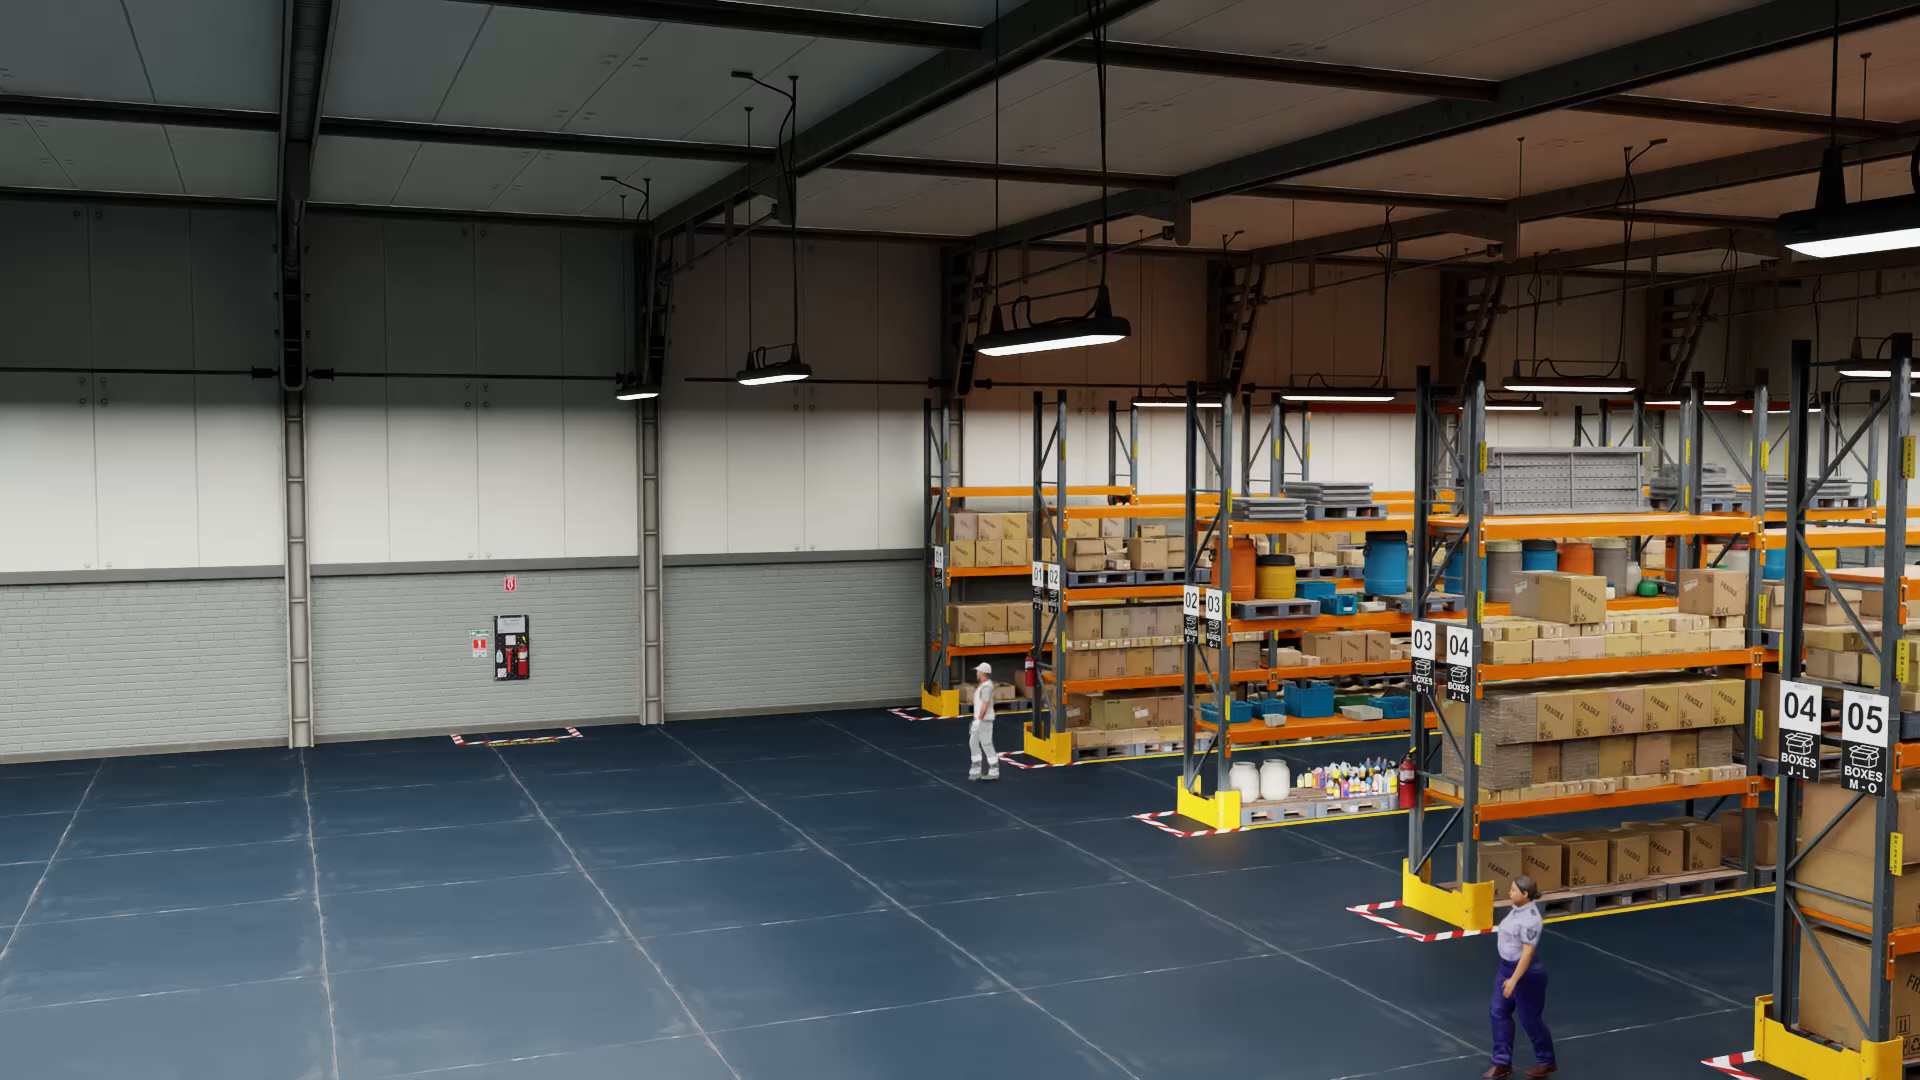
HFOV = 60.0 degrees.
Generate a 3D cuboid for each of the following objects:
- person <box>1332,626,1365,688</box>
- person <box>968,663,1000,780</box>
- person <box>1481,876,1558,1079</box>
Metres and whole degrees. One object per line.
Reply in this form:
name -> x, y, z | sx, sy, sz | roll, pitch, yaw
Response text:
person -> 7.713, 2.375, 33.122 | 0.956, 1.712, 0.635 | -2, 4, -36
person -> 0.332, 2.815, 25.378 | 0.539, 1.877, 0.617 | 0, 3, -7
person -> 4.543, 3.580, 13.512 | 0.626, 1.702, 0.505 | 0, 3, -8
